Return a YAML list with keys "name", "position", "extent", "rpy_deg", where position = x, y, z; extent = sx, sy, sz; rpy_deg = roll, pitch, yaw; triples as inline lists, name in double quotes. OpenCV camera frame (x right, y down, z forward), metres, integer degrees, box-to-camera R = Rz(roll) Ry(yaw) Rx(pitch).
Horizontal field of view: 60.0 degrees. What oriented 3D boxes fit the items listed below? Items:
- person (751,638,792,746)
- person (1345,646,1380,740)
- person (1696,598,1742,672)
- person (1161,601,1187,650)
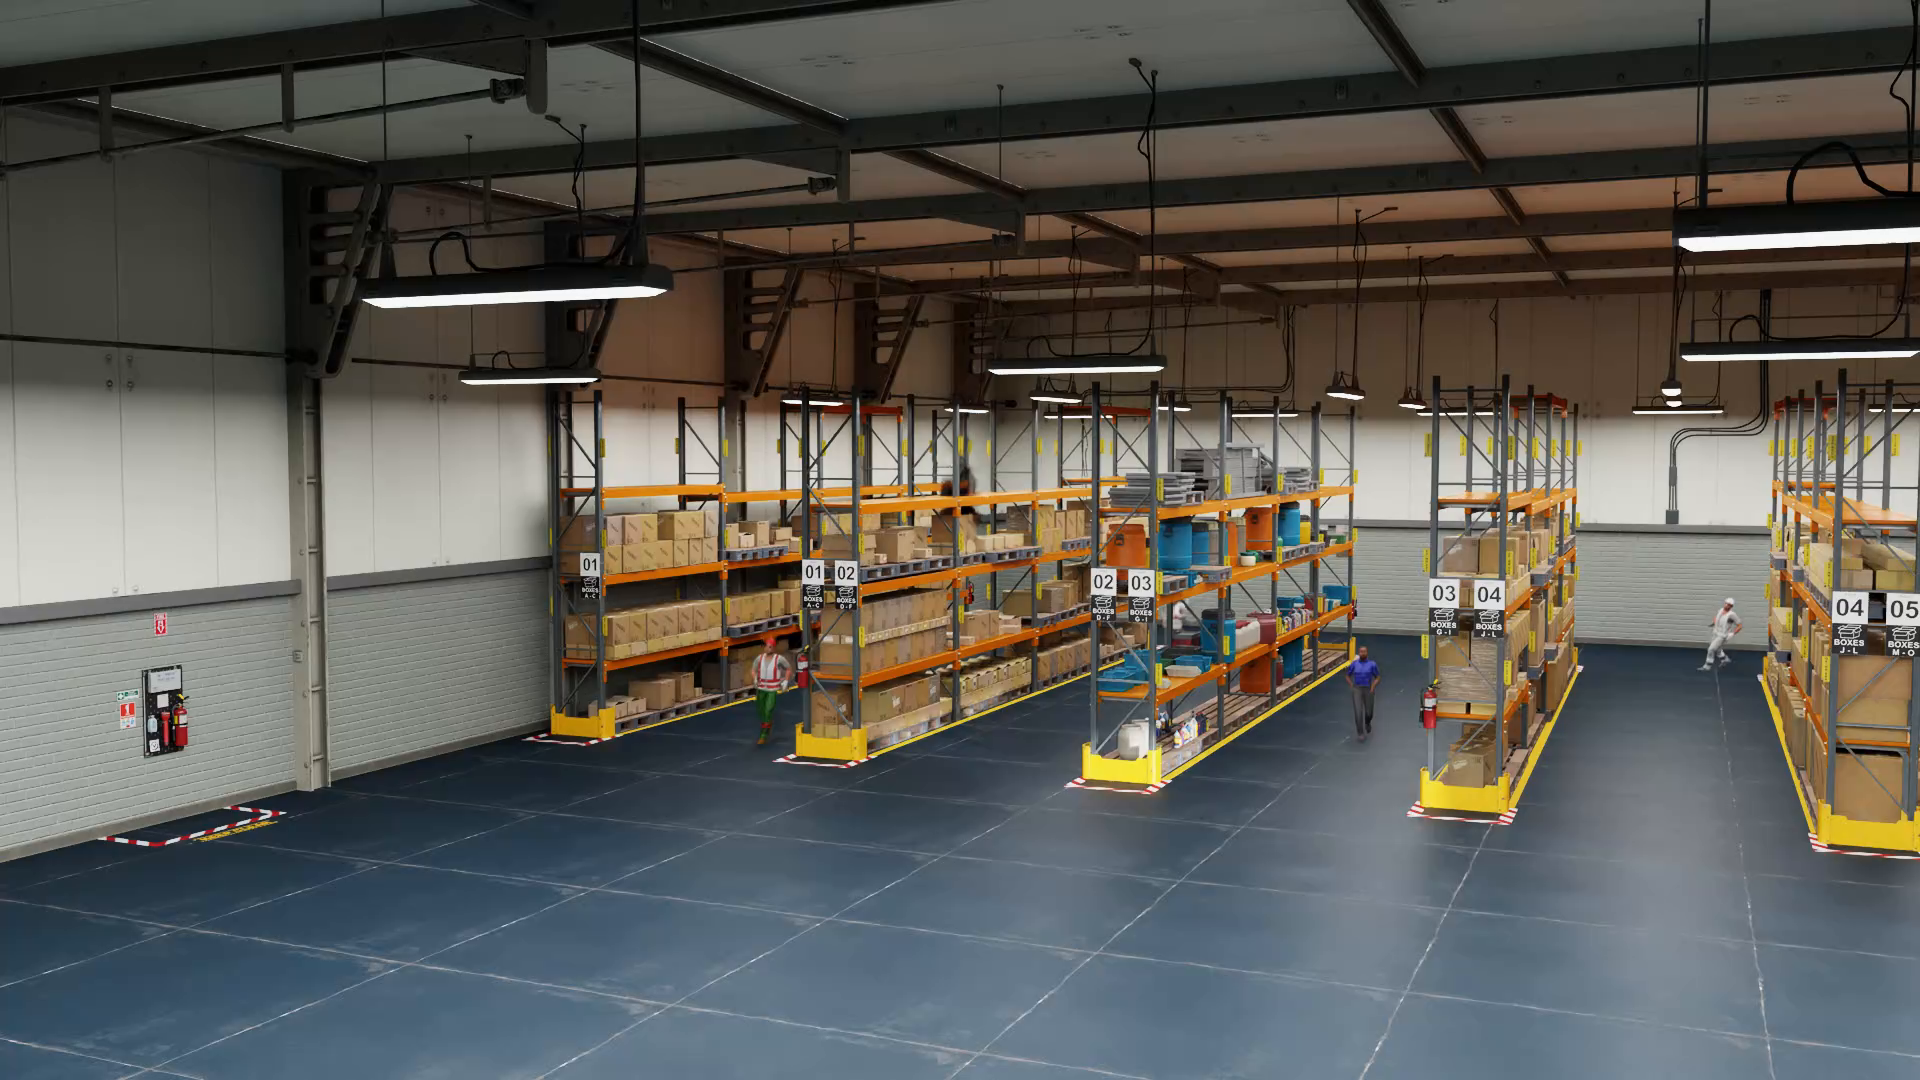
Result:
- name: "person"
  position: [-3.227, 2.550, 28.253]
  extent: [0.699, 1.779, 0.876]
  rpy_deg: [1, 3, 12]
- name: "person"
  position: [6.917, 2.619, 28.596]
  extent: [0.574, 1.603, 0.566]
  rpy_deg: [1, 3, 13]
- name: "person"
  position: [16.960, 2.114, 36.966]
  extent: [0.829, 1.685, 0.836]
  rpy_deg: [-1, 3, -13]
- name: "person"
  position: [4.846, 2.014, 37.816]
  extent: [0.652, 1.800, 0.811]
  rpy_deg: [1, 3, 19]
